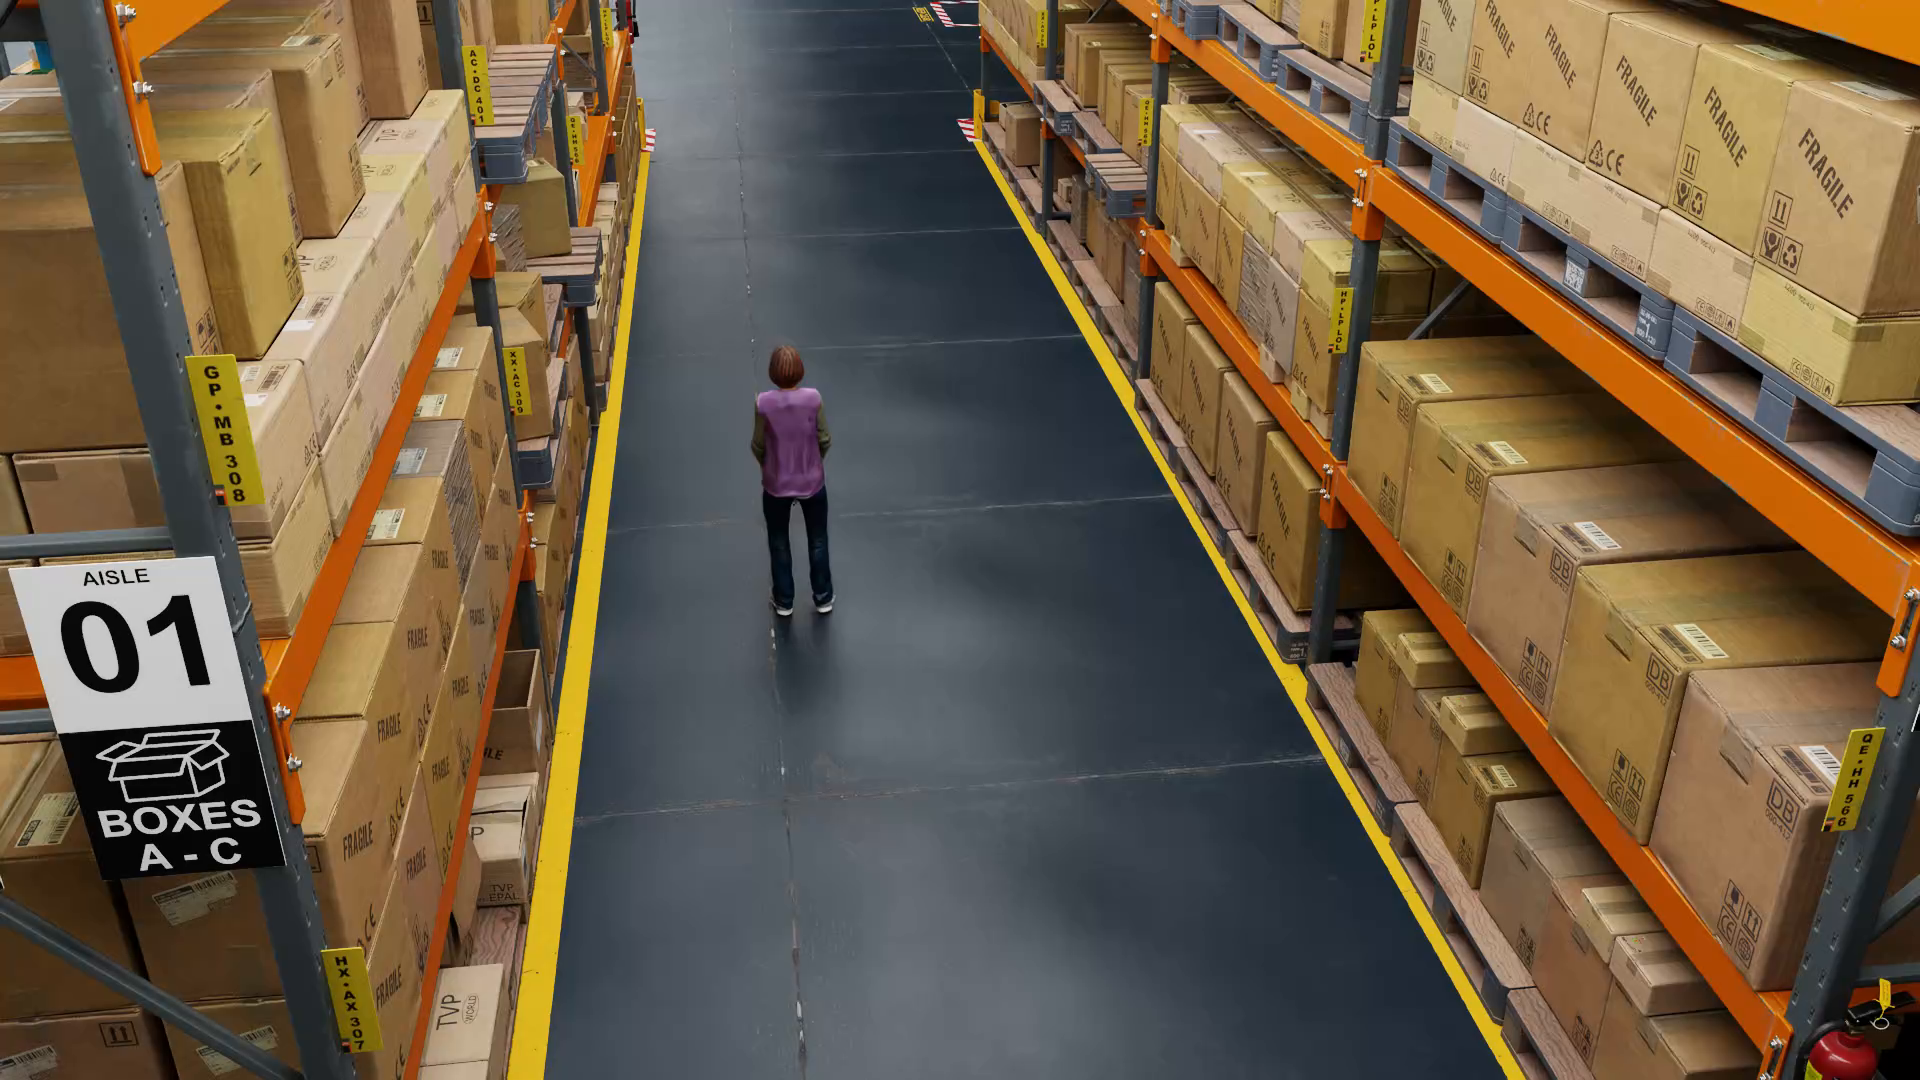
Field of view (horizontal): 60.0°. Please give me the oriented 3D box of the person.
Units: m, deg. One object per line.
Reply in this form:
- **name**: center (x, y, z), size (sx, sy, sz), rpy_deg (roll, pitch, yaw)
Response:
- **person**: center (-0.932, -0.315, 9.236), size (0.473, 1.592, 0.349), rpy_deg (-4, 28, -8)
